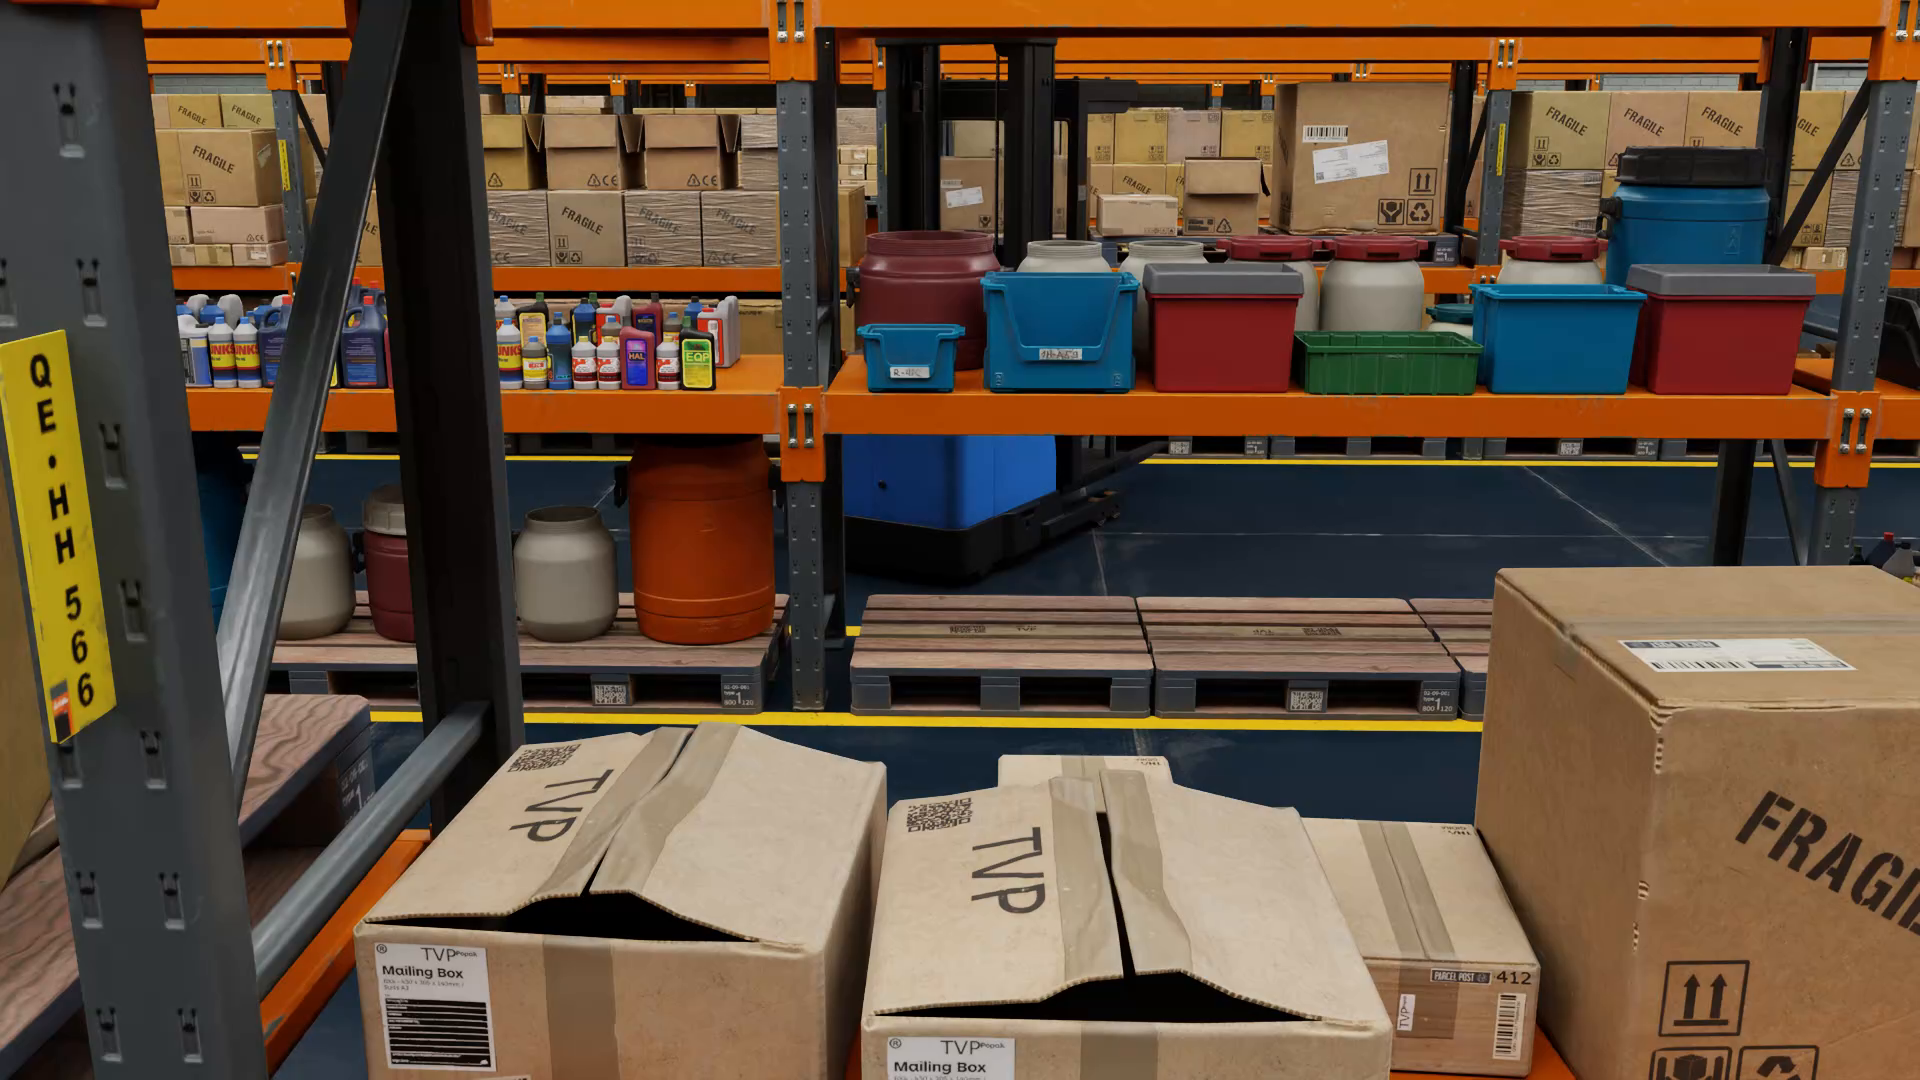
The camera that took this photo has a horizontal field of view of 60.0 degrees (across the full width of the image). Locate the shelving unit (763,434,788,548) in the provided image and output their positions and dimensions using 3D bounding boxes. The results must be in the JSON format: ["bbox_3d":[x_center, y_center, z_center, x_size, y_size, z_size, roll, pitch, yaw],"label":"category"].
[{"bbox_3d":[-1.073,-0.422,9.176,0.210,0.900,0.258,-1,15,-3],"label":"shelving unit"}]

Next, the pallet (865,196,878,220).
[{"bbox_3d":[-0.960,-3.295,16.326,1.003,0.211,1.213,0,15,1],"label":"pallet"}]

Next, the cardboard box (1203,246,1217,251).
[{"bbox_3d":[2.167,-2.488,16.477,0.750,0.750,1.050,0,15,1],"label":"cardboard box"}]

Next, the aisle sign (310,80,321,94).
[{"bbox_3d":[-8.281,-6.062,21.341,0.004,0.787,0.394,0,15,1],"label":"aisle sign"}]

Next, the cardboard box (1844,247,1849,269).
[{"bbox_3d":[5.985,-1.926,11.252,0.250,0.149,0.380,0,15,1],"label":"cardboard box"}]

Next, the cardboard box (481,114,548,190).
[{"bbox_3d":[-3.147,-2.696,11.517,0.637,0.503,0.797,1,15,2],"label":"cardboard box"}]

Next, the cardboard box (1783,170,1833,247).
[{"bbox_3d":[5.475,-2.290,11.361,0.500,0.500,0.875,0,15,1],"label":"cardboard box"}]

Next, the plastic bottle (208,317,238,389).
[{"bbox_3d":[-2.872,-0.732,6.485,0.097,0.271,0.097,0,15,0],"label":"plastic bottle"}]

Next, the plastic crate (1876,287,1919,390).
[{"bbox_3d":[3.920,-0.791,6.581,0.504,0.338,0.767,0,15,1],"label":"plastic crate"}]

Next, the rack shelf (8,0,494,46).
[{"bbox_3d":[1.270,-0.709,1.679,4.000,0.370,1.077,0,15,1],"label":"rack shelf"}]

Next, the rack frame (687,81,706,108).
[{"bbox_3d":[-4.095,-5.965,26.071,0.127,3.000,1.000,0,15,1],"label":"rack frame"}]

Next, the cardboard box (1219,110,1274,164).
[{"bbox_3d":[2.743,-3.921,16.165,0.500,0.500,0.700,0,15,0],"label":"cardboard box"}]

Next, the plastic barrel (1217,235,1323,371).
[{"bbox_3d":[1.283,-0.993,6.956,0.433,0.535,0.433,0,15,0],"label":"plastic barrel"}]

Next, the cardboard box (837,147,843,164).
[{"bbox_3d":[-1.259,-3.670,15.873,0.250,0.149,0.380,1,15,3],"label":"cardboard box"}]

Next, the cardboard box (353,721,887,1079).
[{"bbox_3d":[-0.367,0.437,1.980,0.500,0.311,0.500,1,15,5],"label":"cardboard box"}]

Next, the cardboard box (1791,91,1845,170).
[{"bbox_3d":[5.469,-2.721,11.036,0.500,0.500,0.500,0,15,1],"label":"cardboard box"}]

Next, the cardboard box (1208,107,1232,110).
[{"bbox_3d":[3.318,-5.450,21.242,0.250,0.149,0.380,0,15,1],"label":"cardboard box"}]

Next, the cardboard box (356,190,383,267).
[{"bbox_3d":[-4.018,-2.154,11.428,0.500,0.500,0.500,0,15,2],"label":"cardboard box"}]

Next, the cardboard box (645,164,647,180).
[{"bbox_3d":[-3.084,-3.538,15.955,0.250,0.149,0.380,0,15,-1],"label":"cardboard box"}]

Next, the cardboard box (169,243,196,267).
[{"bbox_3d":[-5.298,-1.973,11.429,0.250,0.149,0.380,0,15,0],"label":"cardboard box"}]

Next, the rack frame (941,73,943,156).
[{"bbox_3d":[-0.245,-3.410,16.387,0.127,3.000,1.000,0,15,1],"label":"rack frame"}]

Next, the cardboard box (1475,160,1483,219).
[{"bbox_3d":[5.210,-3.426,16.152,0.550,0.550,0.875,0,15,1],"label":"cardboard box"}]

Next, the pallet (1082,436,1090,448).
[{"bbox_3d":[0.309,-0.792,11.930,1.213,0.211,1.003,0,15,1],"label":"pallet"}]

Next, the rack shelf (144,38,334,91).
[{"bbox_3d":[-6.471,-3.288,11.452,4.000,0.370,1.077,0,15,1],"label":"rack shelf"}]

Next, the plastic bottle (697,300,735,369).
[{"bbox_3d":[-1.027,-0.870,6.999,0.135,0.276,0.152,0,15,1],"label":"plastic bottle"}]

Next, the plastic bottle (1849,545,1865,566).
[{"bbox_3d":[3.889,0.163,7.306,0.133,0.283,0.061,1,15,4],"label":"plastic bottle"}]

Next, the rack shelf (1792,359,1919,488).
[{"bbox_3d":[5.399,-0.496,6.751,4.000,0.370,1.077,0,15,1],"label":"rack shelf"}]

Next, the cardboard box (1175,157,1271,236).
[{"bbox_3d":[1.791,-2.361,11.383,0.637,0.503,0.797,2,15,7],"label":"cardboard box"}]

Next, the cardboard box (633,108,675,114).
[{"bbox_3d":[-3.786,-5.155,20.844,0.500,0.500,0.500,1,15,2],"label":"cardboard box"}]

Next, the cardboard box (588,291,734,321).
[{"bbox_3d":[-2.053,-1.340,11.879,0.875,0.875,1.225,0,15,2],"label":"cardboard box"}]

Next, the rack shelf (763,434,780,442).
[{"bbox_3d":[-1.073,-0.564,9.138,0.200,0.077,0.258,-1,15,-3],"label":"rack shelf"}]

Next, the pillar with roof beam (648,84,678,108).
[{"bbox_3d":[-4.878,-8.003,22.033,0.400,9.000,9.100,0,15,1],"label":"pillar with roof beam"}]

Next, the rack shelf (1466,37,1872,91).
[{"bbox_3d":[5.526,-3.210,11.156,4.000,0.370,1.077,0,15,1],"label":"rack shelf"}]

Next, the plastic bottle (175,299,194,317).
[{"bbox_3d":[-3.311,-0.889,7.083,0.097,0.271,0.097,0,15,0],"label":"plastic bottle"}]

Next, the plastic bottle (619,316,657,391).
[{"bbox_3d":[-1.245,-0.722,6.426,0.133,0.283,0.061,0,15,1],"label":"plastic bottle"}]

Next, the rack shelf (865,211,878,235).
[{"bbox_3d":[-2.244,-3.076,16.528,4.000,0.370,1.077,0,15,1],"label":"rack shelf"}]

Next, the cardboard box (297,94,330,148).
[{"bbox_3d":[-6.267,-4.054,16.088,0.500,0.500,0.500,0,15,0],"label":"cardboard box"}]

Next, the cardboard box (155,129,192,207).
[{"bbox_3d":[-5.438,-2.545,11.348,0.500,0.500,0.500,1,15,2],"label":"cardboard box"}]

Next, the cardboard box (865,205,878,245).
[{"bbox_3d":[-0.908,-3.875,21.489,0.875,0.875,0.875,0,15,1],"label":"cardboard box"}]

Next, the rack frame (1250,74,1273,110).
[{"bbox_3d":[3.779,-4.647,21.075,0.127,3.000,1.000,0,15,1],"label":"rack frame"}]

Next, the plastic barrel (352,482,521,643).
[{"bbox_3d":[-2.217,0.074,7.085,0.708,0.588,0.600,0,15,1],"label":"plastic barrel"}]

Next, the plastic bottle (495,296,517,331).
[{"bbox_3d":[-1.965,-0.919,7.197,0.097,0.271,0.097,0,15,0],"label":"plastic bottle"}]

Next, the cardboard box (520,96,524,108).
[{"bbox_3d":[-5.549,-5.489,20.837,0.250,0.149,0.380,0,15,1],"label":"cardboard box"}]

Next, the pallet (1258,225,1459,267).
[{"bbox_3d":[2.766,-2.070,11.680,1.213,0.211,1.003,0,15,1],"label":"pallet"}]

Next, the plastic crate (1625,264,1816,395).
[{"bbox_3d":[2.908,-0.813,6.417,0.583,0.464,0.402,0,15,1],"label":"plastic crate"}]

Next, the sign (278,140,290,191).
[{"bbox_3d":[-4.484,-2.488,11.037,0.005,0.325,0.100,0,15,1],"label":"sign"}]

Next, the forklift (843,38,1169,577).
[{"bbox_3d":[0.316,-1.554,9.486,1.130,2.935,3.031,9,17,29],"label":"forklift"}]

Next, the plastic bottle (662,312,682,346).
[{"bbox_3d":[-1.236,-0.881,7.188,0.097,0.201,0.097,0,15,0],"label":"plastic bottle"}]
